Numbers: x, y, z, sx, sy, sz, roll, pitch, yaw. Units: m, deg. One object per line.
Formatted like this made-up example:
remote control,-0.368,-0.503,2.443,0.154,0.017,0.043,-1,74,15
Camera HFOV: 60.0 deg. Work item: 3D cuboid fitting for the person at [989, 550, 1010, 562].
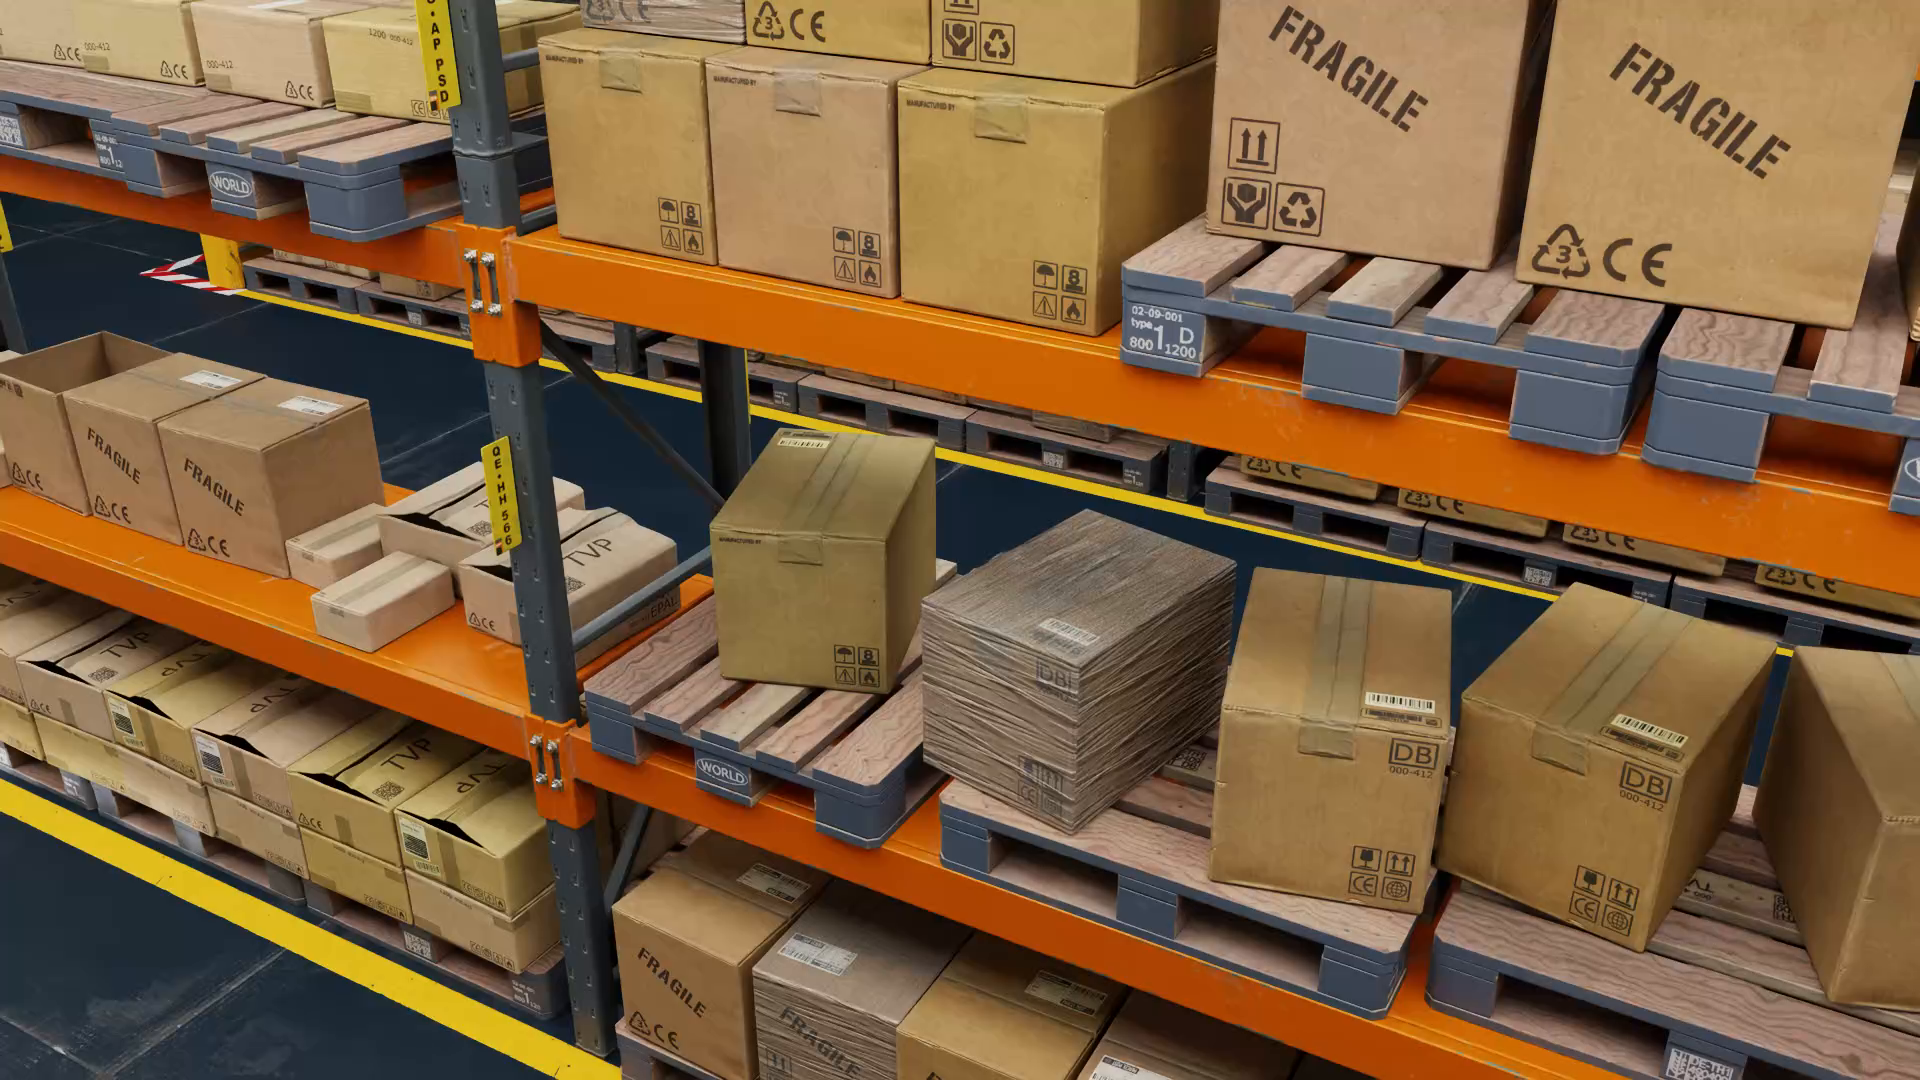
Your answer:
person,0.198,0.541,6.993,0.523,0.833,0.942,13,30,24
